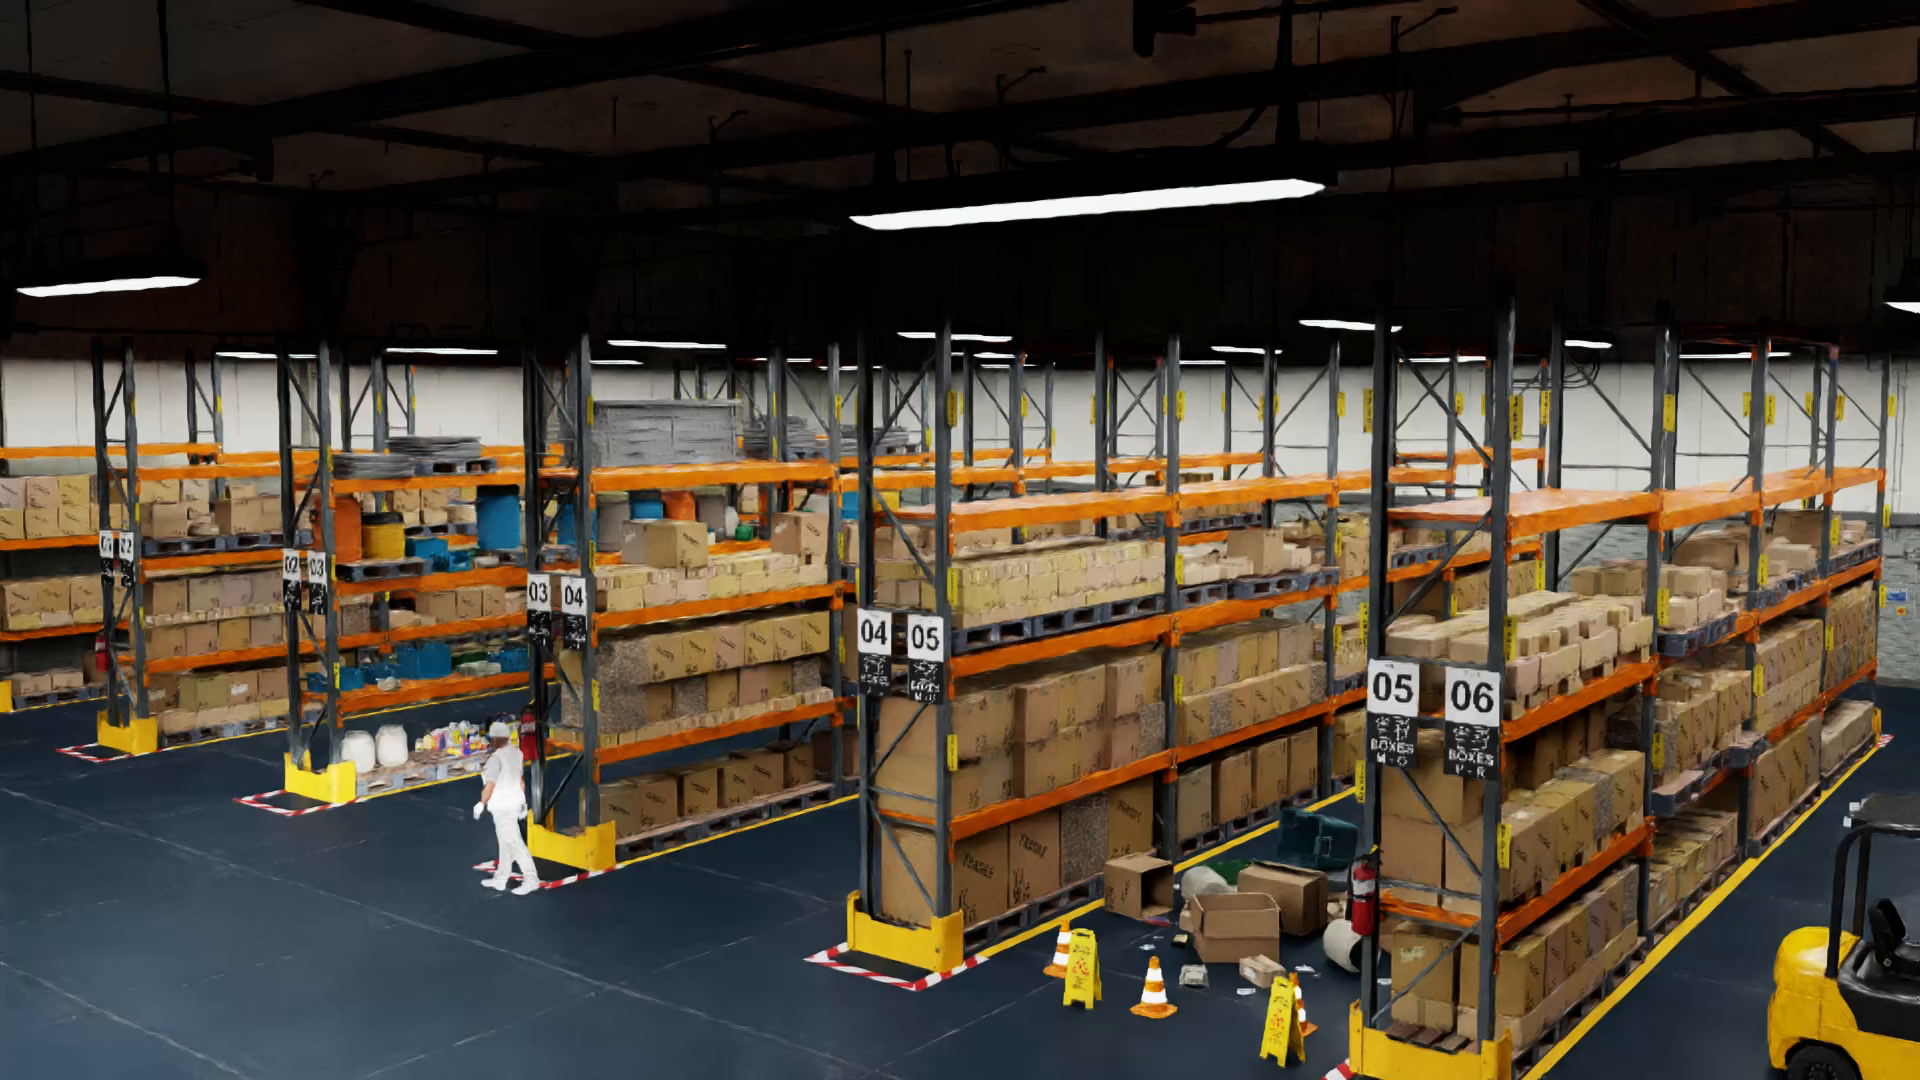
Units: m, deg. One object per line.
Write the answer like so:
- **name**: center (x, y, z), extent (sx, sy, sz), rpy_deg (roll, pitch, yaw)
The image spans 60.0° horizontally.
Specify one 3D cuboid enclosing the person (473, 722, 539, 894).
- **person**: center (-4.715, 2.779, 17.314), extent (0.715, 1.781, 0.570), rpy_deg (1, 5, 9)
